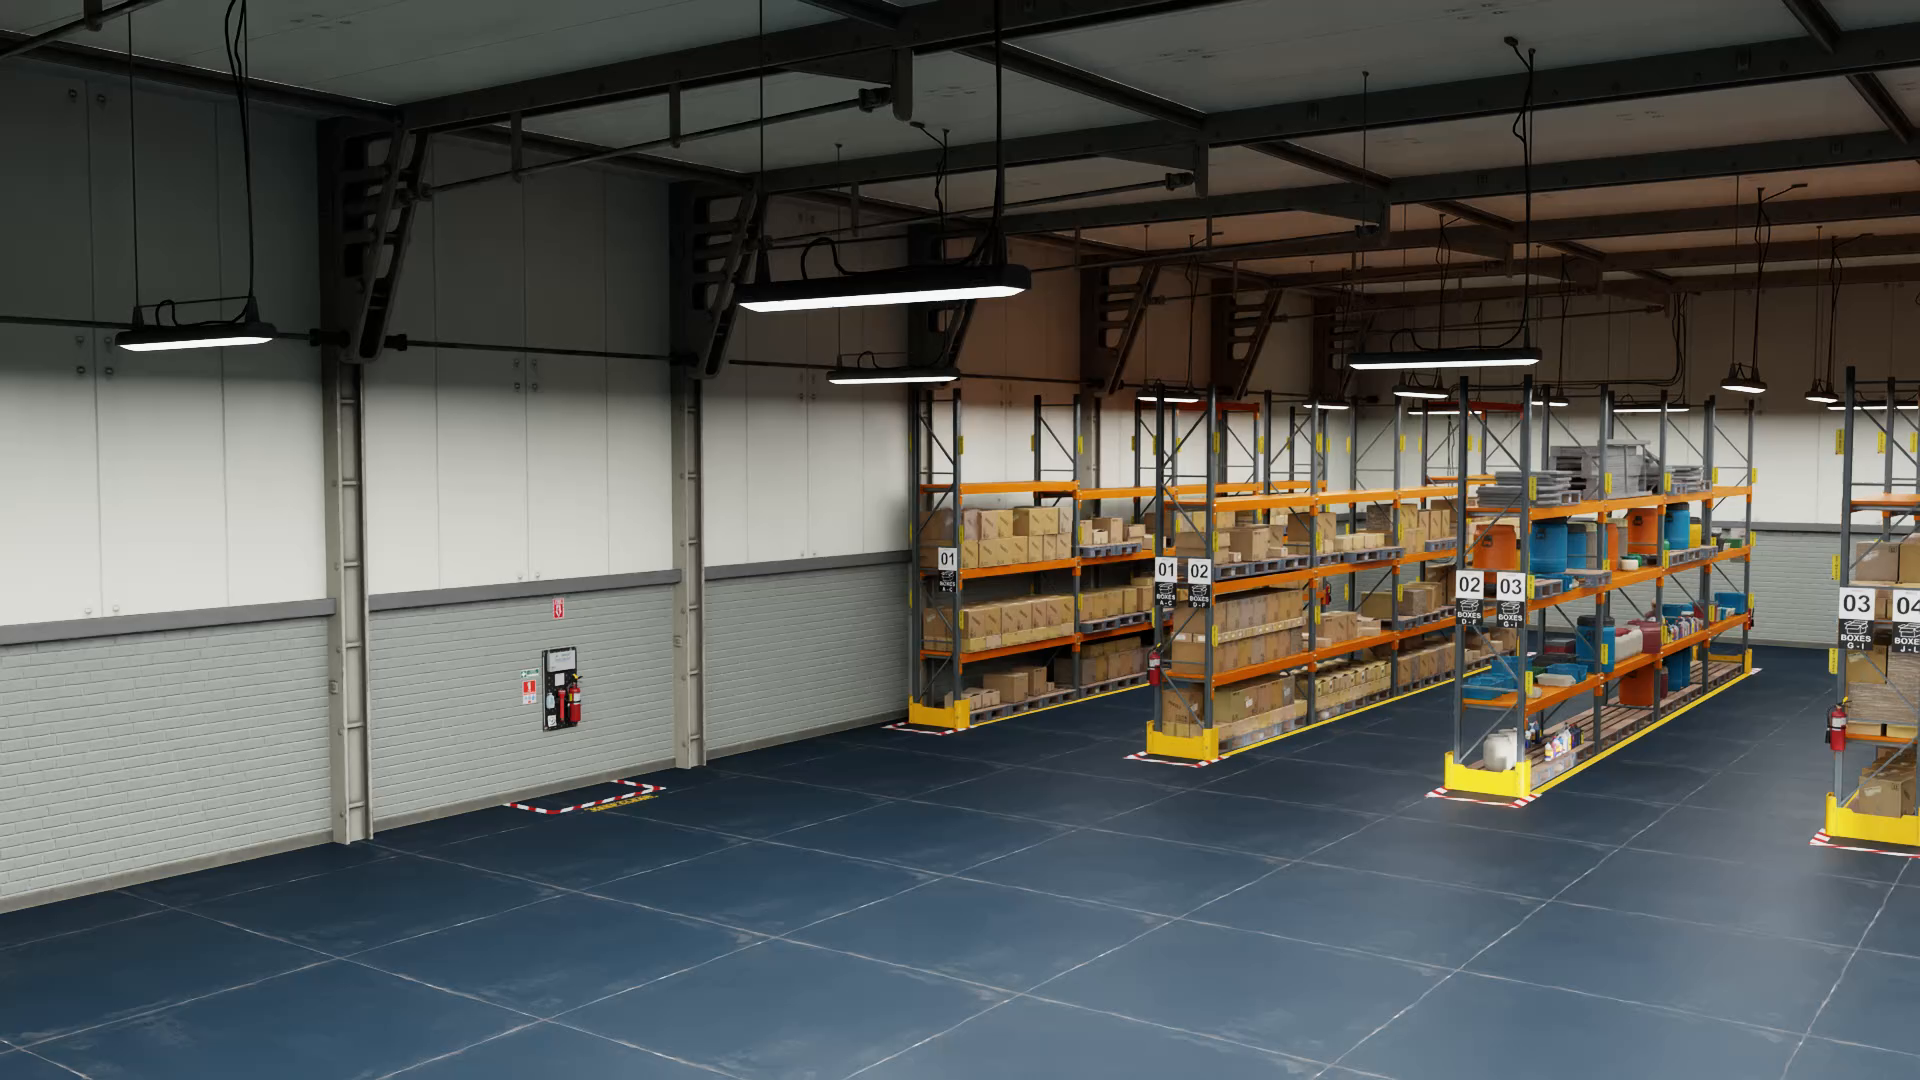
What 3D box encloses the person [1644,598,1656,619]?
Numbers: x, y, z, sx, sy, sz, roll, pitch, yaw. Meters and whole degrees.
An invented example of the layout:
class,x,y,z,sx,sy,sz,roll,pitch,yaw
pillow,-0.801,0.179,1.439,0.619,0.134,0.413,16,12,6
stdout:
class,x,y,z,sx,sy,sz,roll,pitch,yaw
person,14.838,2.106,35.509,0.661,1.747,0.959,0,3,-1
